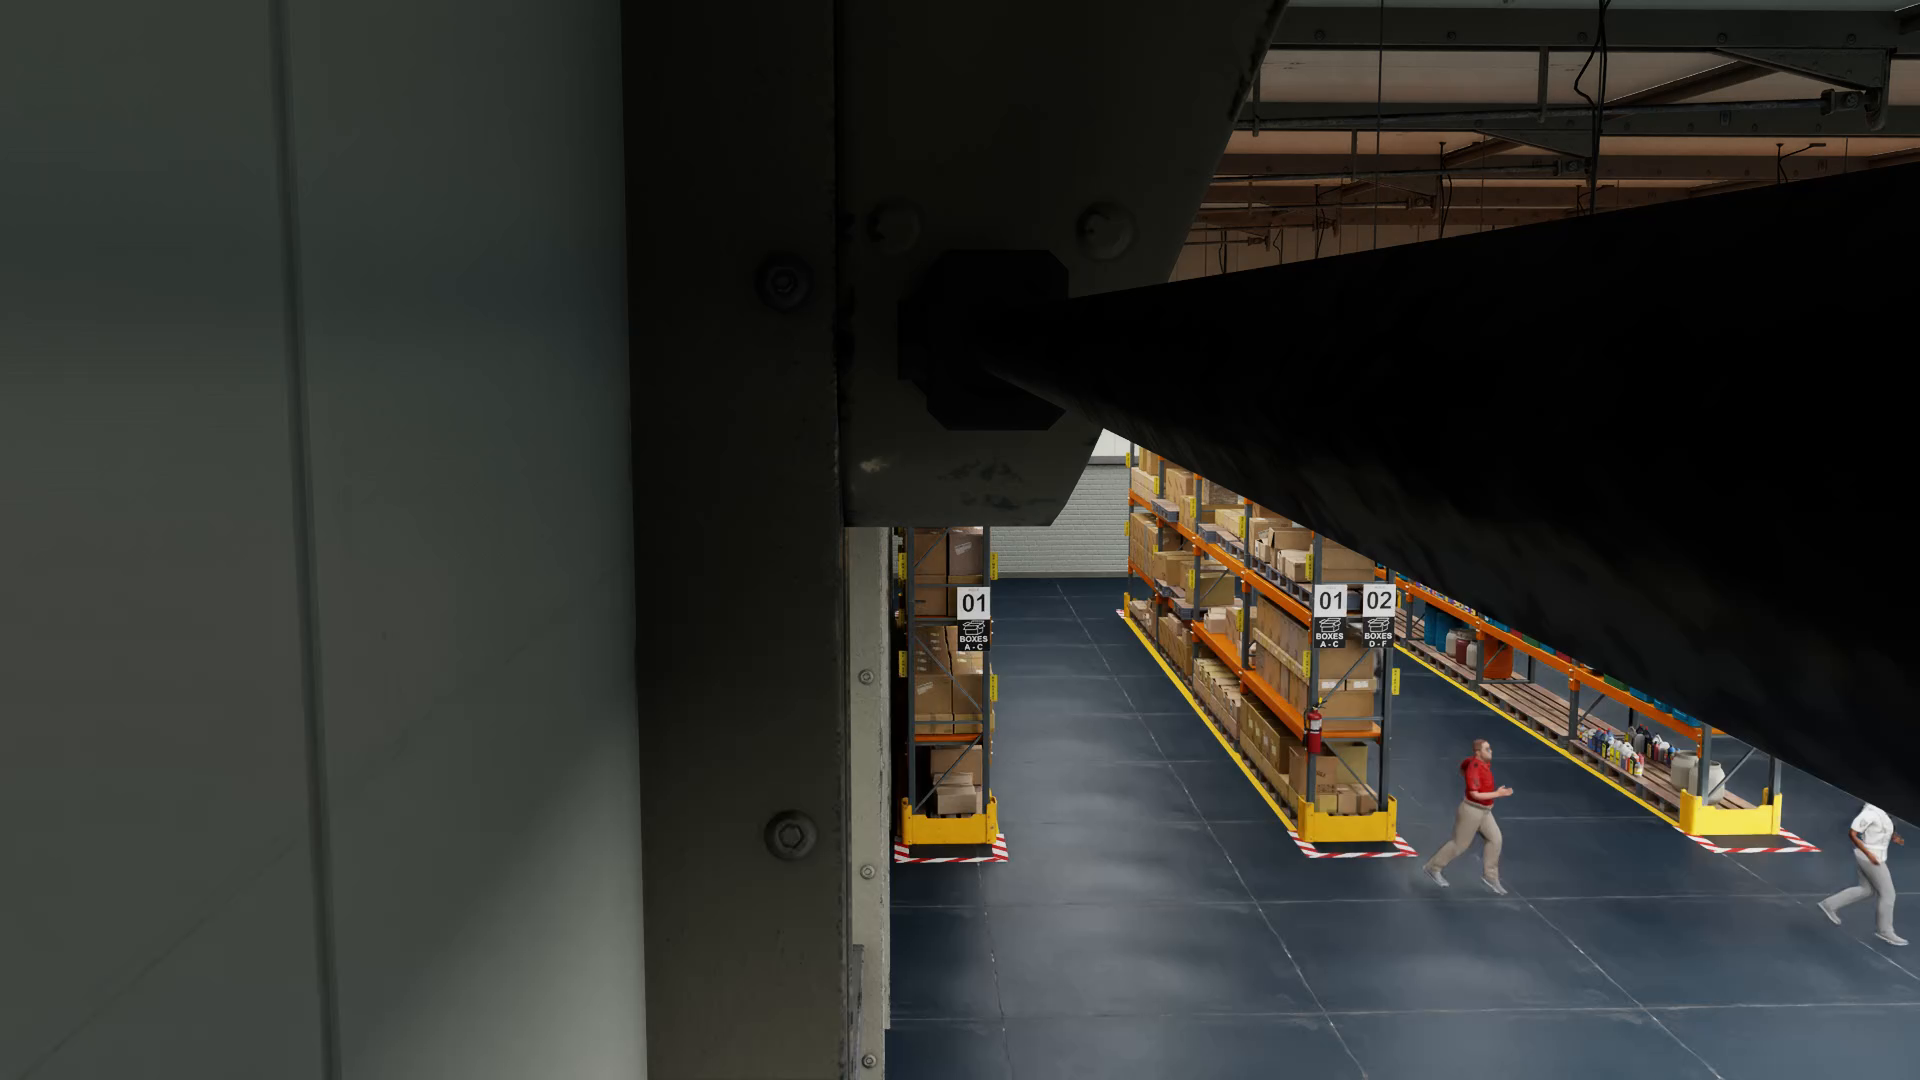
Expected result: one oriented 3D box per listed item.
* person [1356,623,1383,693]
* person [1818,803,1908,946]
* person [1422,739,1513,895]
[{"bbox_3d":[7.179,1.804,28.639,0.681,1.719,0.593,-2,7,-12],"label":"person"},{"bbox_3d":[9.425,3.302,17.234,0.794,1.710,0.571,4,8,29],"label":"person"},{"bbox_3d":[5.735,3.102,18.702,0.929,1.789,0.672,4,8,30],"label":"person"}]
